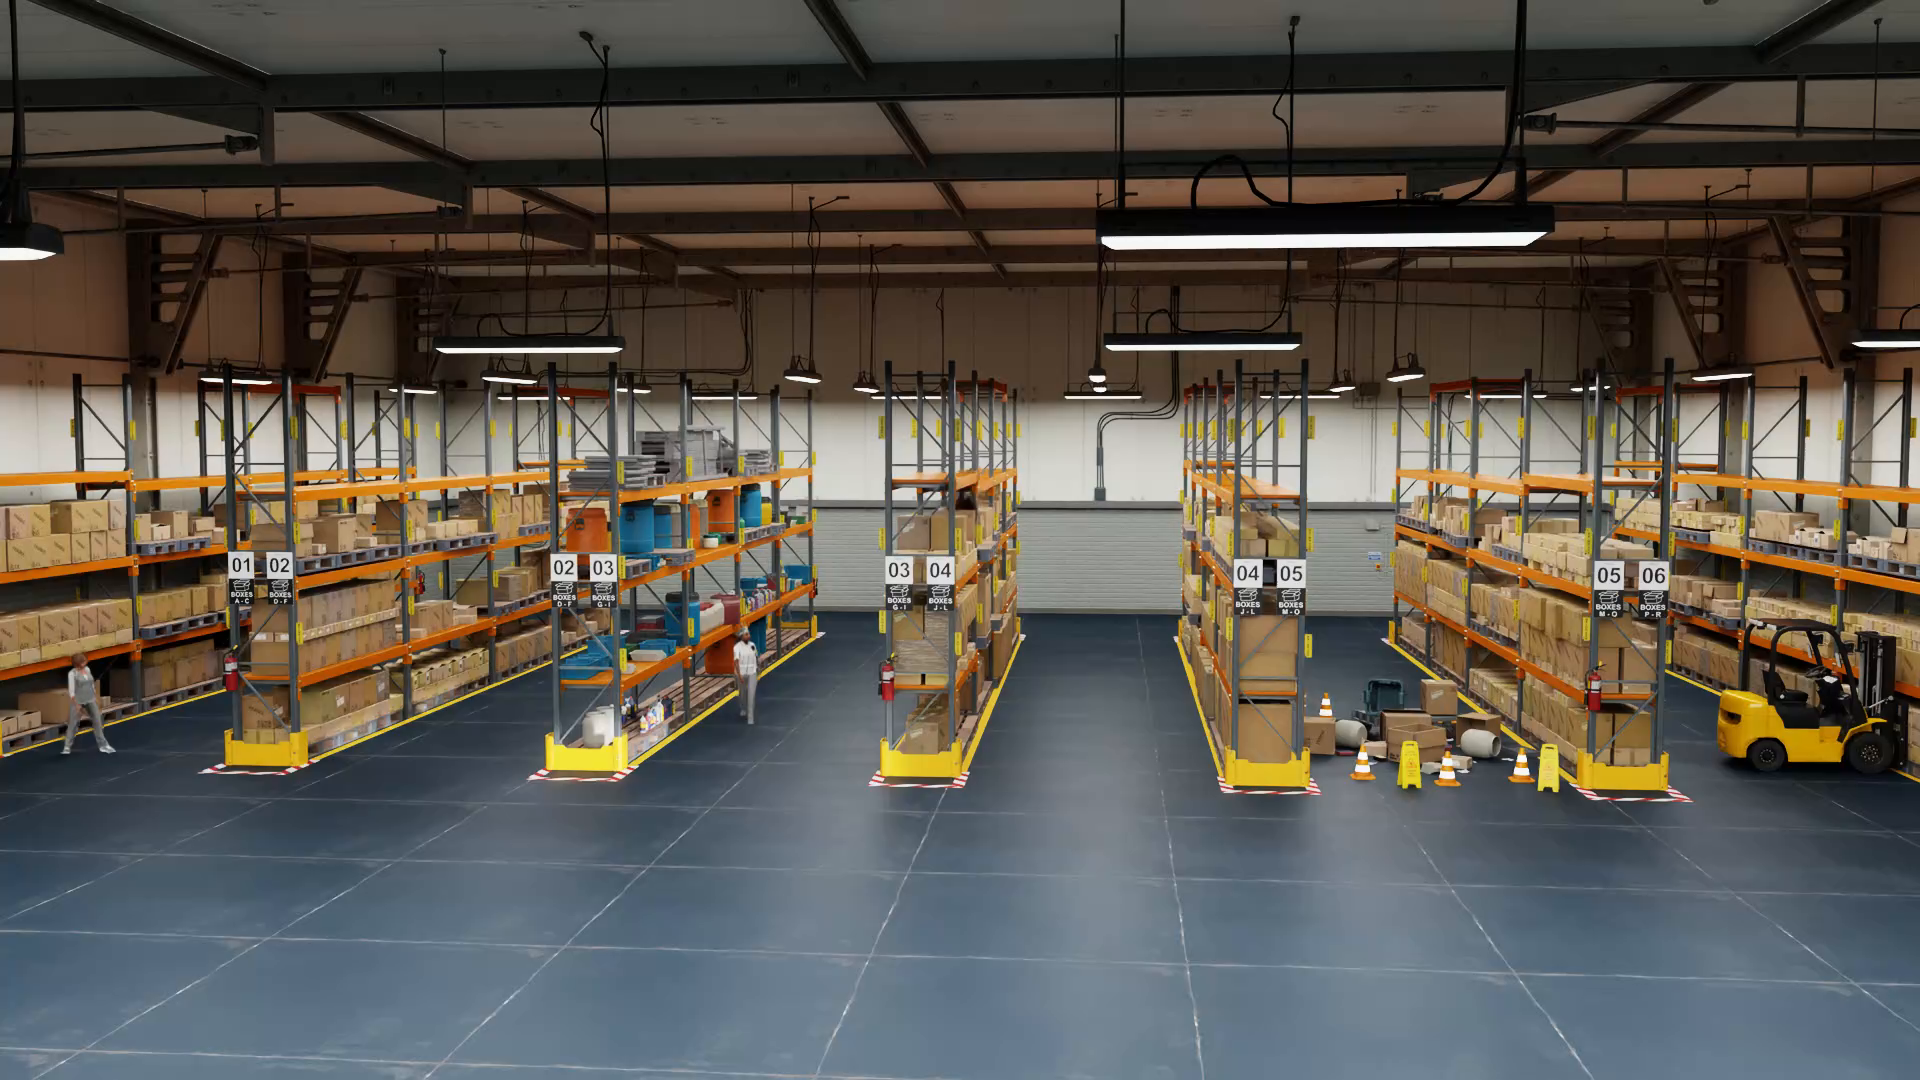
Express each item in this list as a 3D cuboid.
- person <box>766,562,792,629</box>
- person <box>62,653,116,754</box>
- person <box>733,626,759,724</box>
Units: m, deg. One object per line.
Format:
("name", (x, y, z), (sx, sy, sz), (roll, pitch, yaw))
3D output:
("person", (-4.577, 1.370, 41.913), (0.685, 1.715, 1.036), (2, 4, 24))
("person", (-13.529, 2.528, 25.712), (0.662, 1.564, 0.585), (3, 5, 34))
("person", (-3.663, 2.296, 28.532), (0.438, 1.647, 0.988), (0, 4, -3))
